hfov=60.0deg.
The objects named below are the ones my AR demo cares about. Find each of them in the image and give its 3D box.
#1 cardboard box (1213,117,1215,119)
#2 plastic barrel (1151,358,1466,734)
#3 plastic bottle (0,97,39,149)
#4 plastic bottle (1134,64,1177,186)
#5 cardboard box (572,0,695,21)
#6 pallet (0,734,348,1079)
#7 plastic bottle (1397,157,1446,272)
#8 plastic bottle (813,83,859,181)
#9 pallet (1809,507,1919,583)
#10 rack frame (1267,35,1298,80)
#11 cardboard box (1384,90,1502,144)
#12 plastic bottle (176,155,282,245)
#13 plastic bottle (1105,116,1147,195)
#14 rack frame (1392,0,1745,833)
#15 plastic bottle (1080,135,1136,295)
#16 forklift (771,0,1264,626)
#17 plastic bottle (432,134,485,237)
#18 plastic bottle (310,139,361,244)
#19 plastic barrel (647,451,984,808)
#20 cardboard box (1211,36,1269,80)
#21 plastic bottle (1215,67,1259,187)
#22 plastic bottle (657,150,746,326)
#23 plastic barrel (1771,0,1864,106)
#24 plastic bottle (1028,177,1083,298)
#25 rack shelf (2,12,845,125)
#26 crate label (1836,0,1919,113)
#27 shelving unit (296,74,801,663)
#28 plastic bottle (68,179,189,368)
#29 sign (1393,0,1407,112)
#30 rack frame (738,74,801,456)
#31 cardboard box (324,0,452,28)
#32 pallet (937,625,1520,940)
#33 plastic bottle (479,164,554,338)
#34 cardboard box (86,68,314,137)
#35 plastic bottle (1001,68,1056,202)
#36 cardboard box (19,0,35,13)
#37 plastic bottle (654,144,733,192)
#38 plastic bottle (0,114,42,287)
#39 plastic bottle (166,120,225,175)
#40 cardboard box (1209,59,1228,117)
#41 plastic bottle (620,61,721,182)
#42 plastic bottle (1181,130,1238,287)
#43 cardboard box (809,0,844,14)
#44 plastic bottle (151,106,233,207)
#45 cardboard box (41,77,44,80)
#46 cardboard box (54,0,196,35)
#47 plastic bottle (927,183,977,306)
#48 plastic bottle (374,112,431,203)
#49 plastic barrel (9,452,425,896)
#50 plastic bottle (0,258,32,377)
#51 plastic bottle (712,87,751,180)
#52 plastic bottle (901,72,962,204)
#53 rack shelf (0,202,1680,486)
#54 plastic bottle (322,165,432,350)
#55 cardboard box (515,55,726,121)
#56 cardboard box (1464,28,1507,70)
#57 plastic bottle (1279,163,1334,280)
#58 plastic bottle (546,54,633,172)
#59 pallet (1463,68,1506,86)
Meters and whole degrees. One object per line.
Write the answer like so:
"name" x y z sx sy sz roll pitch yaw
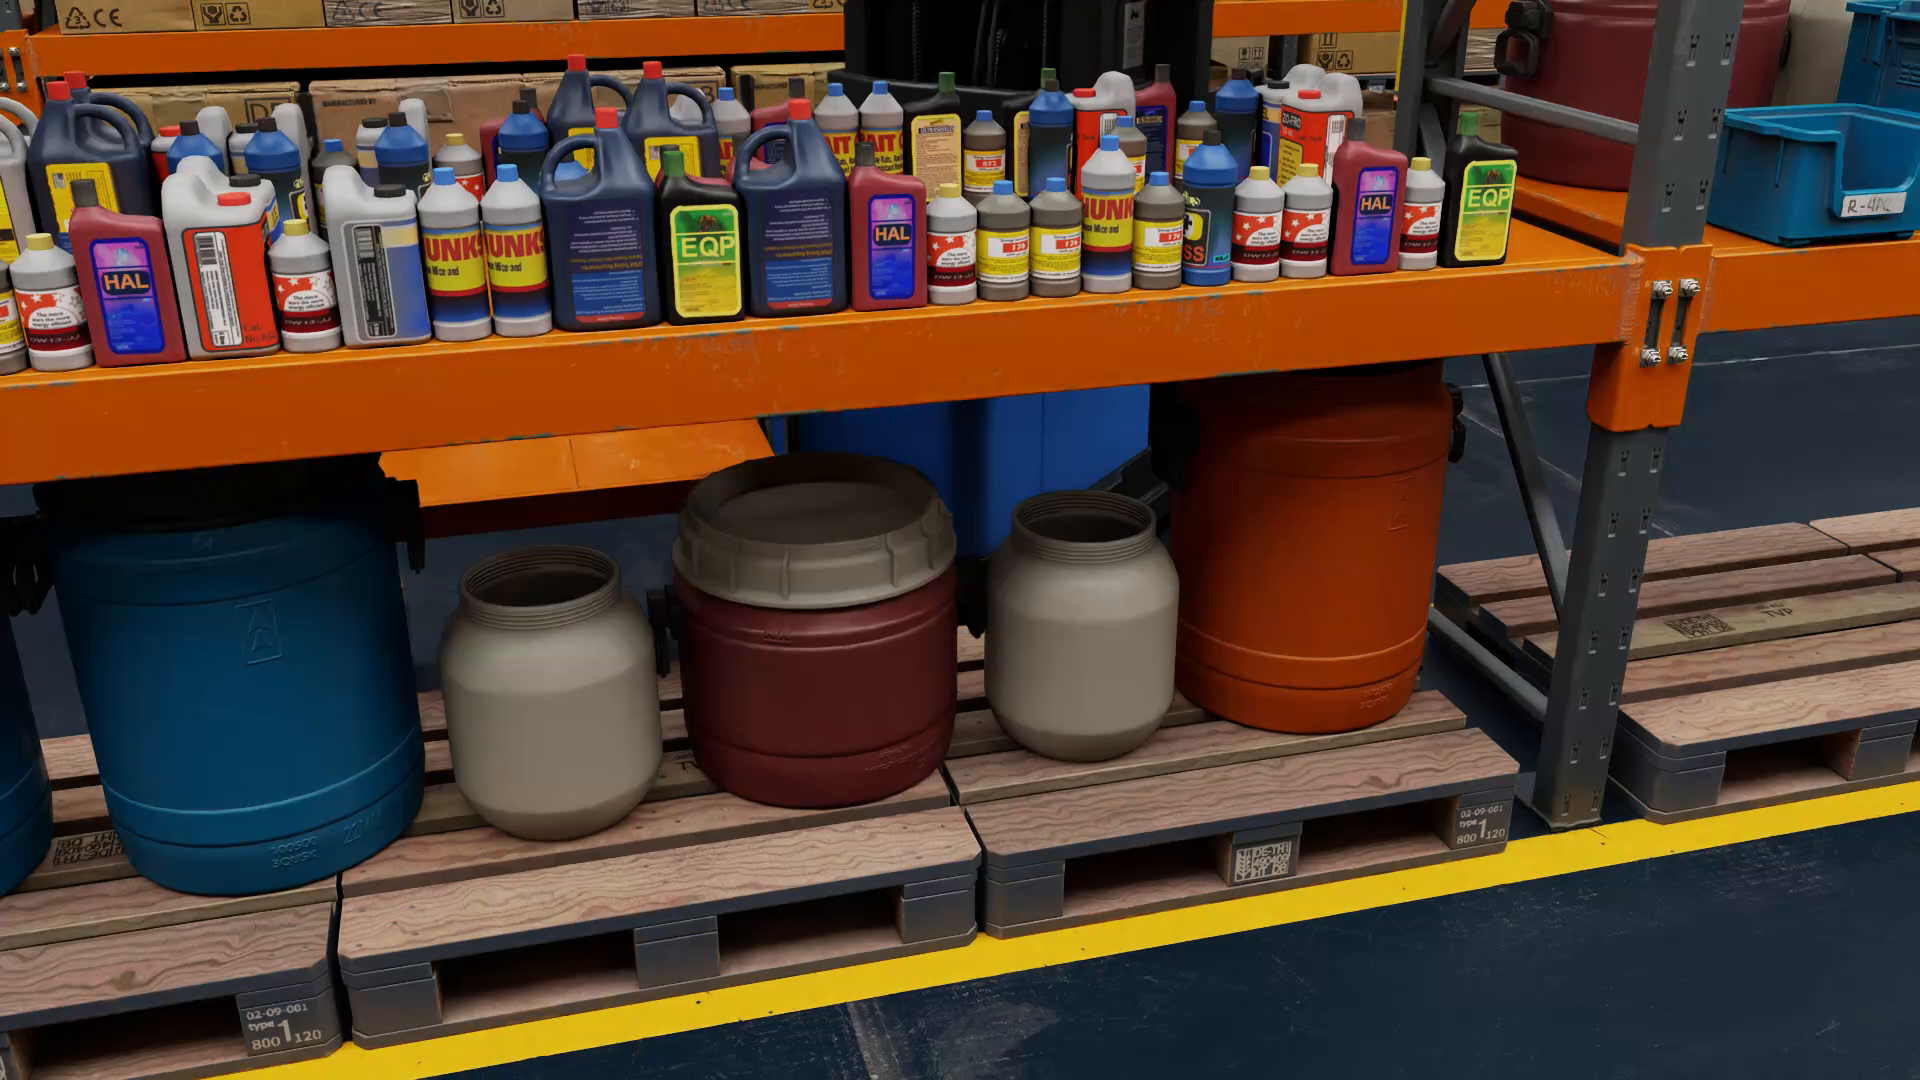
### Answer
"cardboard box" 1.082 -1.996 8.709 0.500 0.500 0.700 -8 25 -19
"plastic barrel" 0.783 -0.056 3.796 0.708 0.830 0.600 -6 24 -14
"plastic bottle" -1.805 -0.692 3.122 0.185 0.351 0.144 -6 24 -14
"plastic bottle" 0.417 -0.924 3.748 0.133 0.283 0.061 -6 24 -14
"cardboard box" -1.477 -2.591 7.358 0.500 0.500 0.500 -7 24 -16
"pallet" -1.847 0.722 3.299 1.213 0.211 1.003 -6 24 -14
"plastic bottle" 0.860 -0.617 3.136 0.097 0.201 0.097 0 23 0
"plastic bottle" -0.263 -0.836 3.557 0.097 0.271 0.097 0 23 0
"pallet" 3.179 0.166 4.595 1.213 0.211 1.003 -6 24 -14
"rack frame" 2.521 -5.119 13.377 0.127 3.000 1.000 -6 24 -14
"cardboard box" 2.702 -2.178 9.134 0.500 0.500 0.700 -6 24 -15
"plastic bottle" -1.203 -0.497 2.761 0.135 0.276 0.152 -6 24 -14
"plastic bottle" 0.352 -0.810 3.585 0.097 0.201 0.097 0 23 0
"rack frame" 1.250 -0.919 3.587 0.127 3.000 1.000 -6 24 -14
"plastic bottle" 0.262 -0.583 2.969 0.097 0.271 0.097 0 23 0
"forklift" 0.374 -1.604 5.271 1.130 2.935 3.031 13 27 28
"plastic bottle" -1.015 -0.721 3.377 0.097 0.201 0.097 0 23 0
"plastic bottle" -1.238 -0.696 3.320 0.097 0.201 0.097 0 23 0
"plastic barrel" -0.304 0.175 3.563 0.708 0.588 0.600 -6 24 -14
"cardboard box" 1.947 -4.178 13.504 0.750 0.750 1.050 -6 24 -15
"plastic bottle" 0.627 -0.934 3.787 0.097 0.271 0.097 0 23 0
"plastic bottle" -0.431 -0.505 2.770 0.133 0.283 0.061 -6 24 -14
"plastic barrel" 2.183 -1.161 4.010 0.421 0.512 0.421 0 23 0
"plastic bottle" 0.169 -0.541 2.958 0.097 0.201 0.097 0 23 0
"rack shelf" -2.014 -2.256 7.615 4.000 0.370 1.077 -6 24 -14
"crate label" 2.279 -0.938 3.588 0.616 0.435 0.502 -6 24 -14
"shelving unit" -0.959 -0.302 4.034 1.083 1.500 0.587 -7 25 -14
"plastic bottle" -1.278 -0.411 2.552 0.133 0.283 0.061 -6 24 -14
"sign" 1.094 -1.202 4.040 0.005 0.325 0.100 -6 24 -14
"rack frame" -0.461 -0.359 4.161 0.032 1.500 0.500 -7 25 -14
"cardboard box" -2.463 -2.480 7.100 0.500 0.500 0.500 -7 24 -16
"pallet" 0.502 0.462 3.905 1.213 0.211 1.003 -6 24 -14
"plastic bottle" -0.725 -0.474 2.714 0.097 0.271 0.097 0 23 0
"cardboard box" -3.329 -1.666 7.490 0.875 0.875 1.225 -6 24 -14
"plastic bottle" 0.159 -0.896 3.681 0.133 0.283 0.061 -6 24 -14
"cardboard box" -8.980 -4.934 15.662 0.875 0.438 0.875 -6 24 -13
"plastic bottle" -0.448 -0.528 2.824 0.133 0.283 0.061 -6 24 -14
"plastic bottle" -1.766 -0.638 2.994 0.185 0.351 0.144 -6 24 -14
"plastic bottle" -1.420 -0.646 3.114 0.097 0.271 0.097 0 23 0
"cardboard box" 1.057 -2.340 8.562 0.500 0.250 0.500 -4 23 -8
"plastic bottle" -0.574 -0.766 3.294 0.185 0.351 0.144 -6 24 -14
"plastic bottle" 0.450 -0.604 3.017 0.097 0.271 0.097 0 23 0
"cardboard box" -0.496 -2.699 7.608 0.500 0.500 0.500 -6 24 -13
"plastic bottle" -1.472 -0.693 3.219 0.135 0.276 0.152 -6 24 -14
"cardboard box" -6.198 -3.217 11.272 0.250 0.149 0.380 -6 24 -13
"cardboard box" -3.429 -2.373 6.850 0.500 0.500 0.500 -6 24 -14
"plastic bottle" -0.019 -0.520 2.910 0.097 0.201 0.097 0 23 0
"plastic bottle" -1.068 -0.685 3.205 0.097 0.271 0.097 0 23 0
"plastic barrel" -1.391 0.152 3.221 0.708 0.901 0.600 -6 24 -14
"plastic bottle" -1.488 -0.358 2.531 0.097 0.201 0.097 0 23 0
"plastic bottle" -0.485 -0.811 3.500 0.097 0.271 0.097 0 23 0
"plastic bottle" -0.063 -0.871 3.624 0.133 0.283 0.061 -6 24 -14
"rack shelf" -0.676 -0.375 3.233 4.000 0.370 1.077 -6 24 -14
"plastic bottle" -0.938 -0.464 2.684 0.135 0.276 0.152 -6 24 -14
"cardboard box" -1.619 -1.858 7.939 0.875 0.875 1.225 -6 24 -14
"cardboard box" 4.012 -4.474 14.034 0.875 0.875 0.875 -6 24 -14
"plastic bottle" 0.637 -0.593 3.079 0.097 0.201 0.097 0 23 0
"plastic bottle" -0.744 -0.810 3.395 0.185 0.351 0.144 -6 24 -14
"pallet" 4.451 -4.020 14.352 1.213 0.211 1.003 -6 24 -14
